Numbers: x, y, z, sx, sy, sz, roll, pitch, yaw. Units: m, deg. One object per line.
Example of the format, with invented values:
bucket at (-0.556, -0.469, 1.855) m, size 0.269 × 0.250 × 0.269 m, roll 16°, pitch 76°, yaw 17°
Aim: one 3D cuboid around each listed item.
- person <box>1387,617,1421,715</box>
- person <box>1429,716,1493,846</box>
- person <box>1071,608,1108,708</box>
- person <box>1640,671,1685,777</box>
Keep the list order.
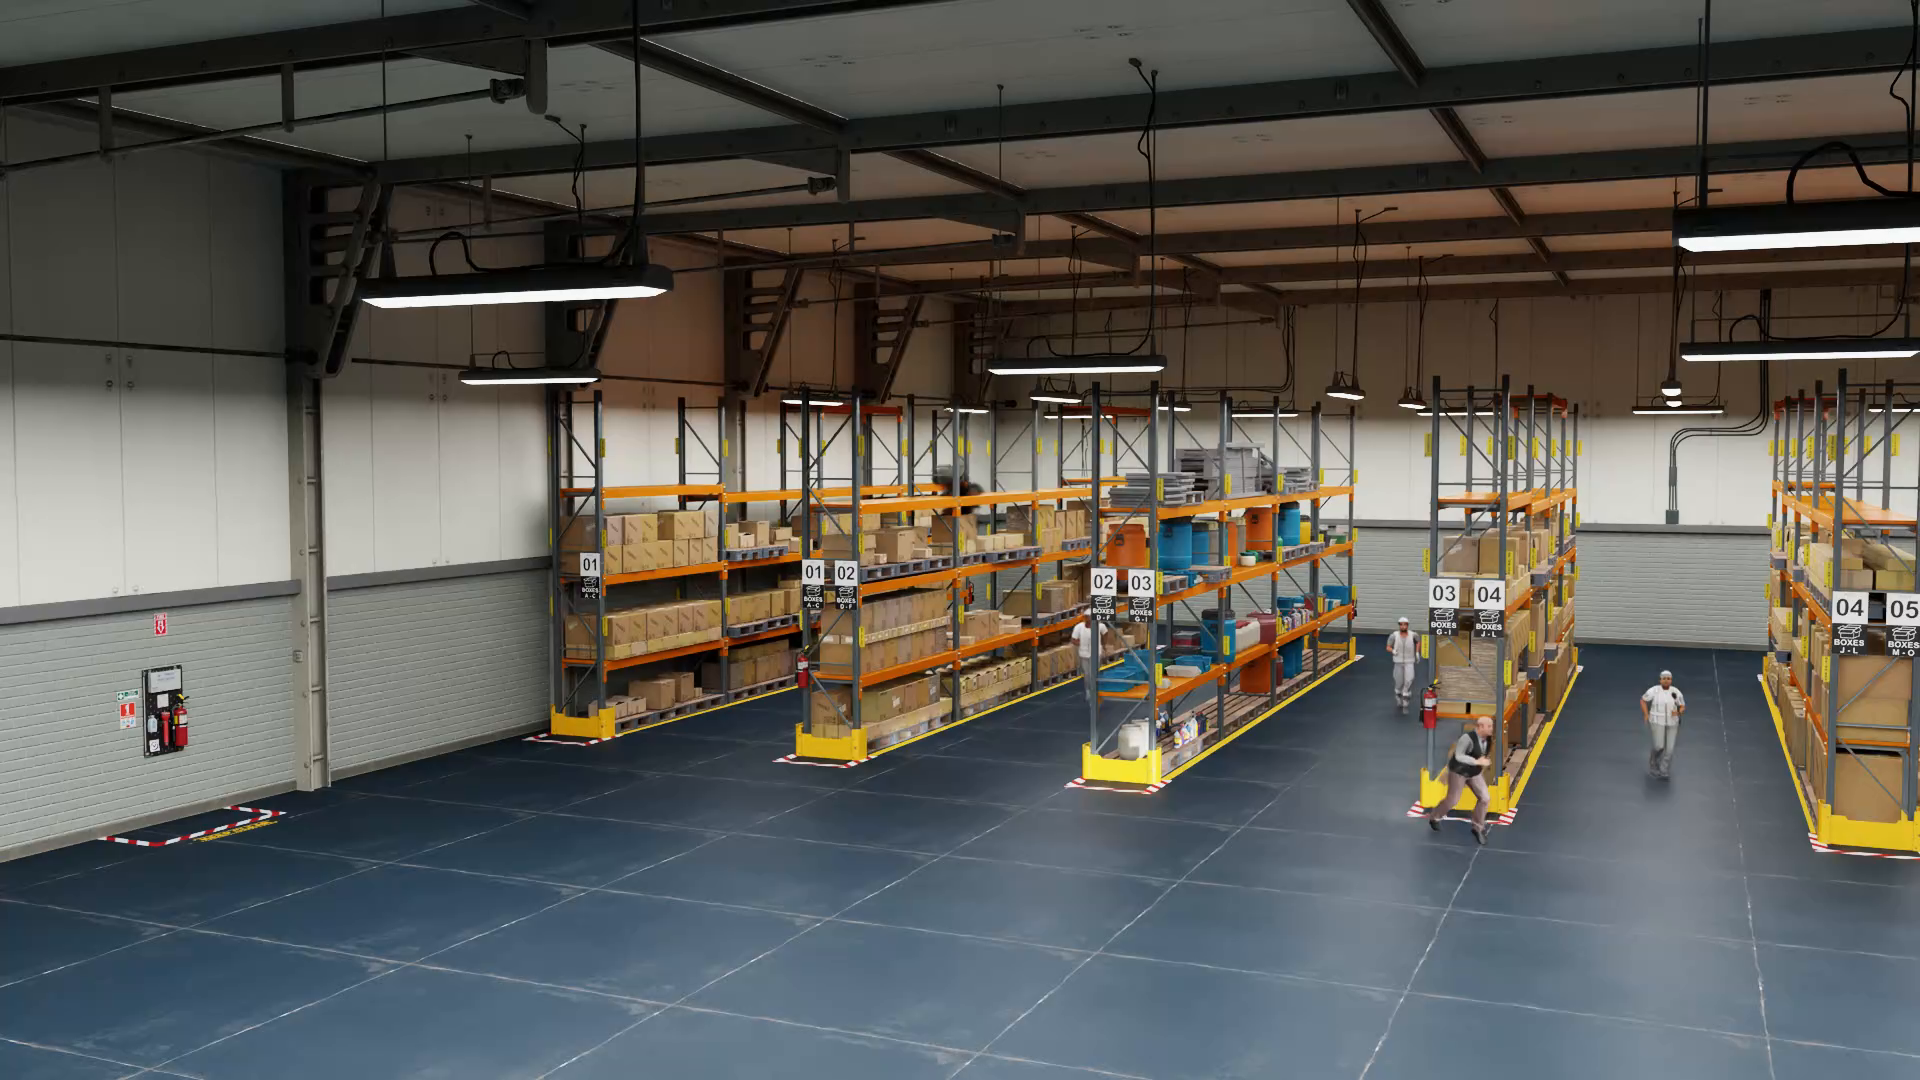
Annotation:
person at (8.419, 2.368, 31.590) m, size 0.608 × 1.833 × 0.855 m, roll 1°, pitch 3°, yaw 19°
person at (6.434, 3.039, 21.253) m, size 0.698 × 1.673 × 0.996 m, roll -2°, pitch 4°, yaw -32°
person at (2.397, 2.164, 30.891) m, size 0.640 × 1.810 × 0.862 m, roll 1°, pitch 3°, yaw 16°
person at (10.633, 2.788, 25.101) m, size 0.596 × 1.625 × 0.592 m, roll 1°, pitch 3°, yaw 11°
